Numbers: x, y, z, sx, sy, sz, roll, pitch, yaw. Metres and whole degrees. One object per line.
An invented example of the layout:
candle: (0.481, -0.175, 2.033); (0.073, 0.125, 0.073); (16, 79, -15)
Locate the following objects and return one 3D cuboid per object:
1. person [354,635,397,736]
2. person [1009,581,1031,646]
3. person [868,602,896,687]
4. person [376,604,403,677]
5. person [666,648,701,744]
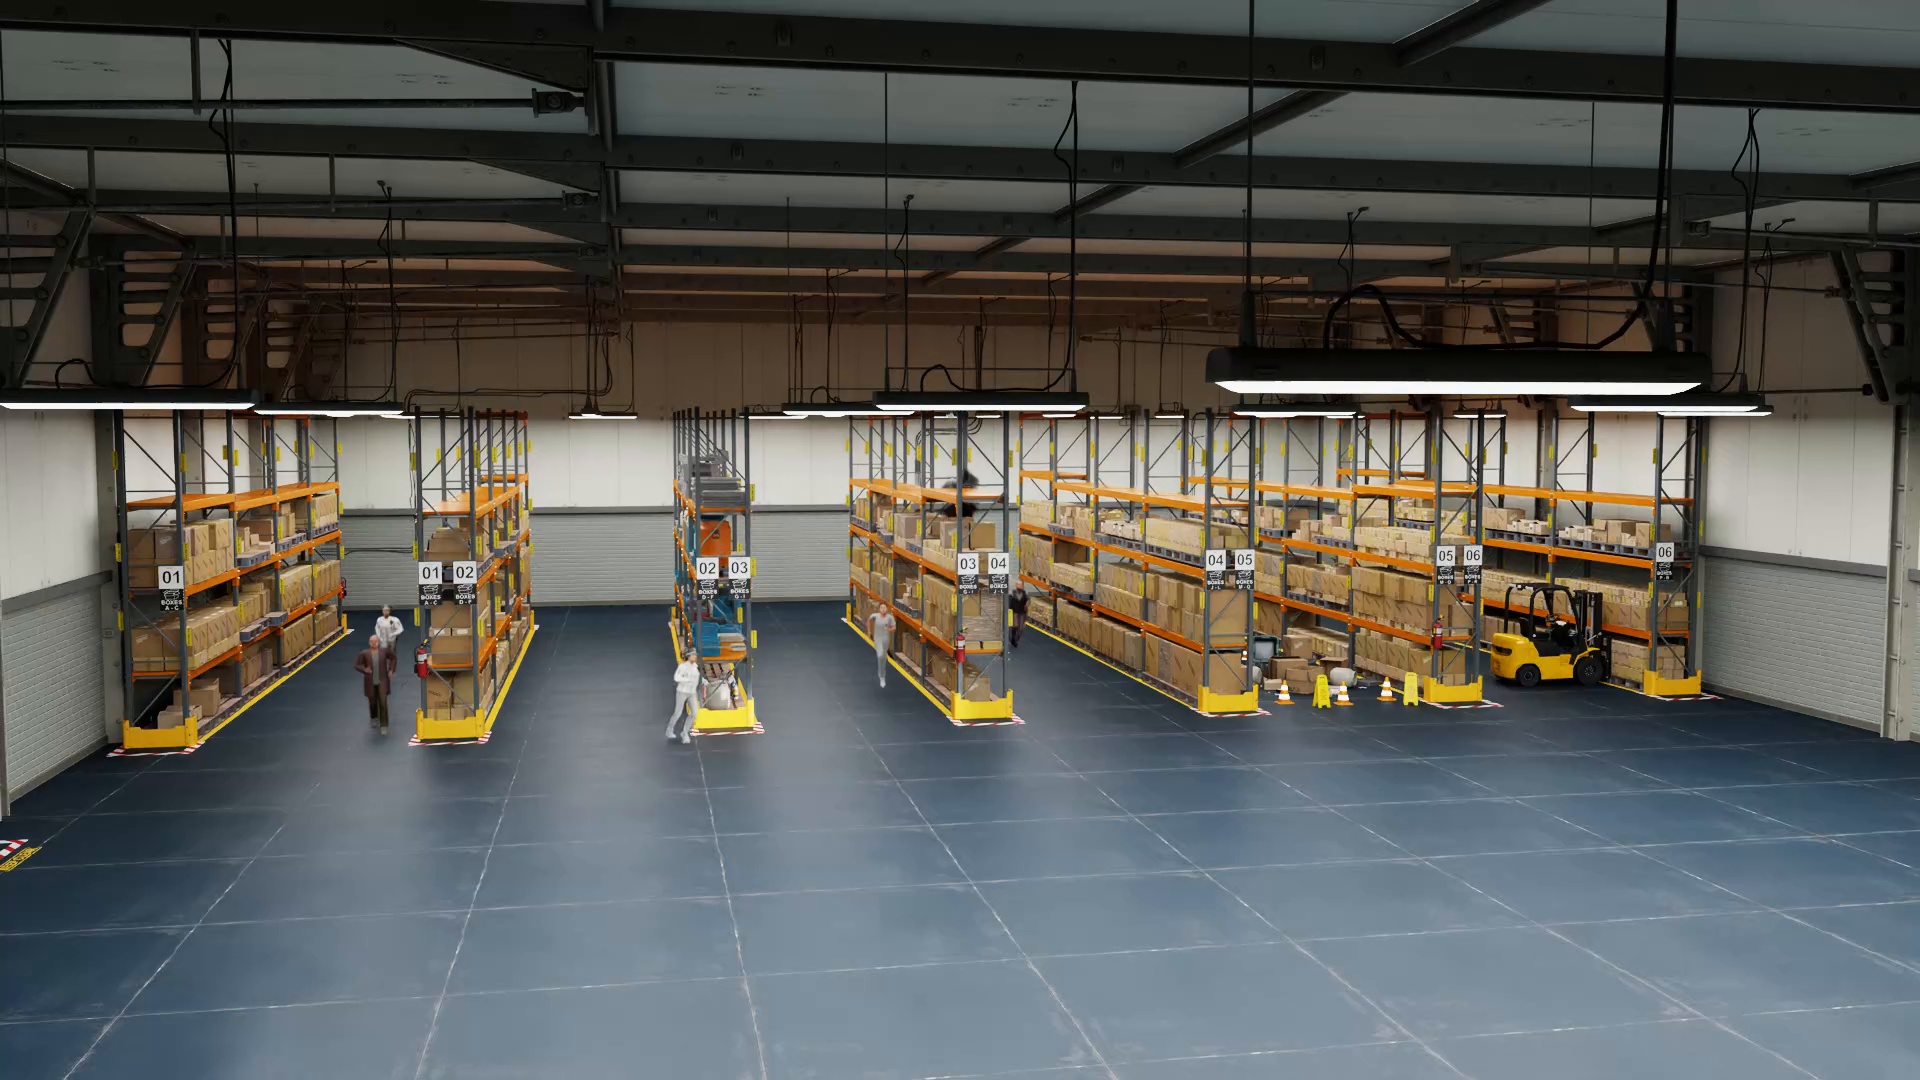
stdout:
person: (-10.765, 2.642, 30.649); (0.734, 1.799, 1.008); (-1, 4, -17)
person: (1.488, 1.873, 42.188); (0.657, 1.678, 0.667); (-1, 4, -13)
person: (-1.631, 2.161, 34.787); (0.586, 1.757, 0.798); (0, 4, -7)
person: (-12.583, 2.270, 36.682); (0.605, 1.745, 0.790); (-1, 4, -12)
person: (-4.884, 2.775, 29.874); (0.620, 1.705, 0.688); (-4, 5, -42)
